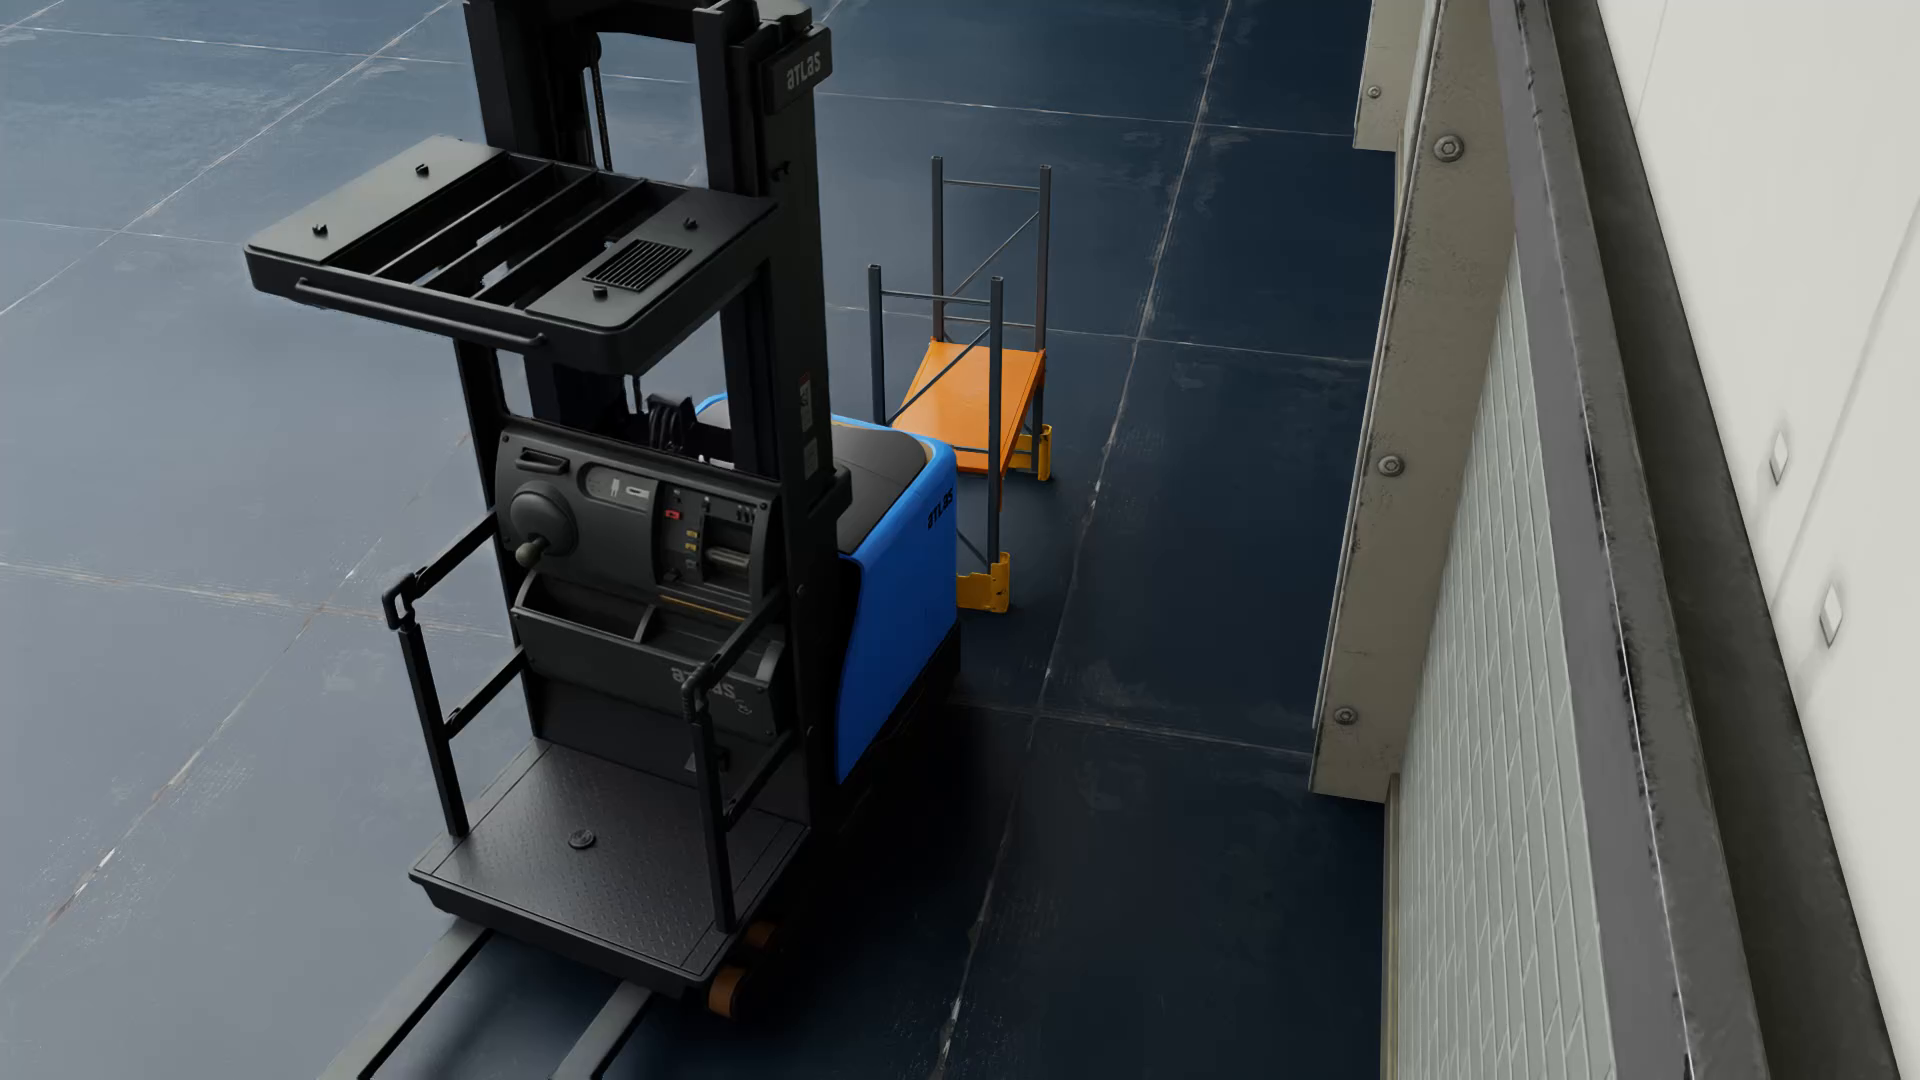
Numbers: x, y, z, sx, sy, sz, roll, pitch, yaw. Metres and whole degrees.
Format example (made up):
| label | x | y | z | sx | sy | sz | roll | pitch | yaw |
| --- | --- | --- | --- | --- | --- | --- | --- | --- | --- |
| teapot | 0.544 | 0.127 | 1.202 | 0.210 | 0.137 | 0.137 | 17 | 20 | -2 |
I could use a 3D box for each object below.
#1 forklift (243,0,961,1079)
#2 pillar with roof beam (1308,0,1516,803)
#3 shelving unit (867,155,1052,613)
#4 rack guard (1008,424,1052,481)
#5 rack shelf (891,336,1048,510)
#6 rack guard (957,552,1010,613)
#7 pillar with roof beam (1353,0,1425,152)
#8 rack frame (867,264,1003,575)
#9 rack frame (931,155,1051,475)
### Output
| label | x | y | z | sx | sy | sz | roll | pitch | yaw |
| --- | --- | --- | --- | --- | --- | --- | --- | --- | --- |
| forklift | -1.053 | 0.013 | 4.734 | 1.130 | 2.935 | 3.031 | 14 | 38 | 19 |
| pillar with roof beam | -2.757 | -3.370 | 4.232 | 9.100 | 9.000 | 0.400 | 7 | 37 | 10 |
| shelving unit | 0.016 | -0.651 | 6.870 | 0.587 | 1.500 | 1.083 | 7 | 37 | 10 |
| rack guard | 0.123 | -0.430 | 7.631 | 0.587 | 0.250 | 0.087 | 7 | 37 | 10 |
| rack shelf | 0.018 | -0.511 | 6.983 | 0.538 | 0.185 | 1.000 | 7 | 37 | 10 |
| rack guard | -0.090 | 0.141 | 6.843 | 0.587 | 0.250 | 0.087 | 7 | 37 | 10 |
| pillar with roof beam | -1.475 | -6.810 | 8.978 | 9.100 | 9.000 | 0.400 | 7 | 37 | 10 |
| rack frame | -0.090 | -0.365 | 6.475 | 0.500 | 1.500 | 0.032 | 7 | 37 | 10 |
| rack frame | 0.127 | -0.948 | 7.279 | 0.500 | 1.500 | 0.032 | 7 | 37 | 10 |
